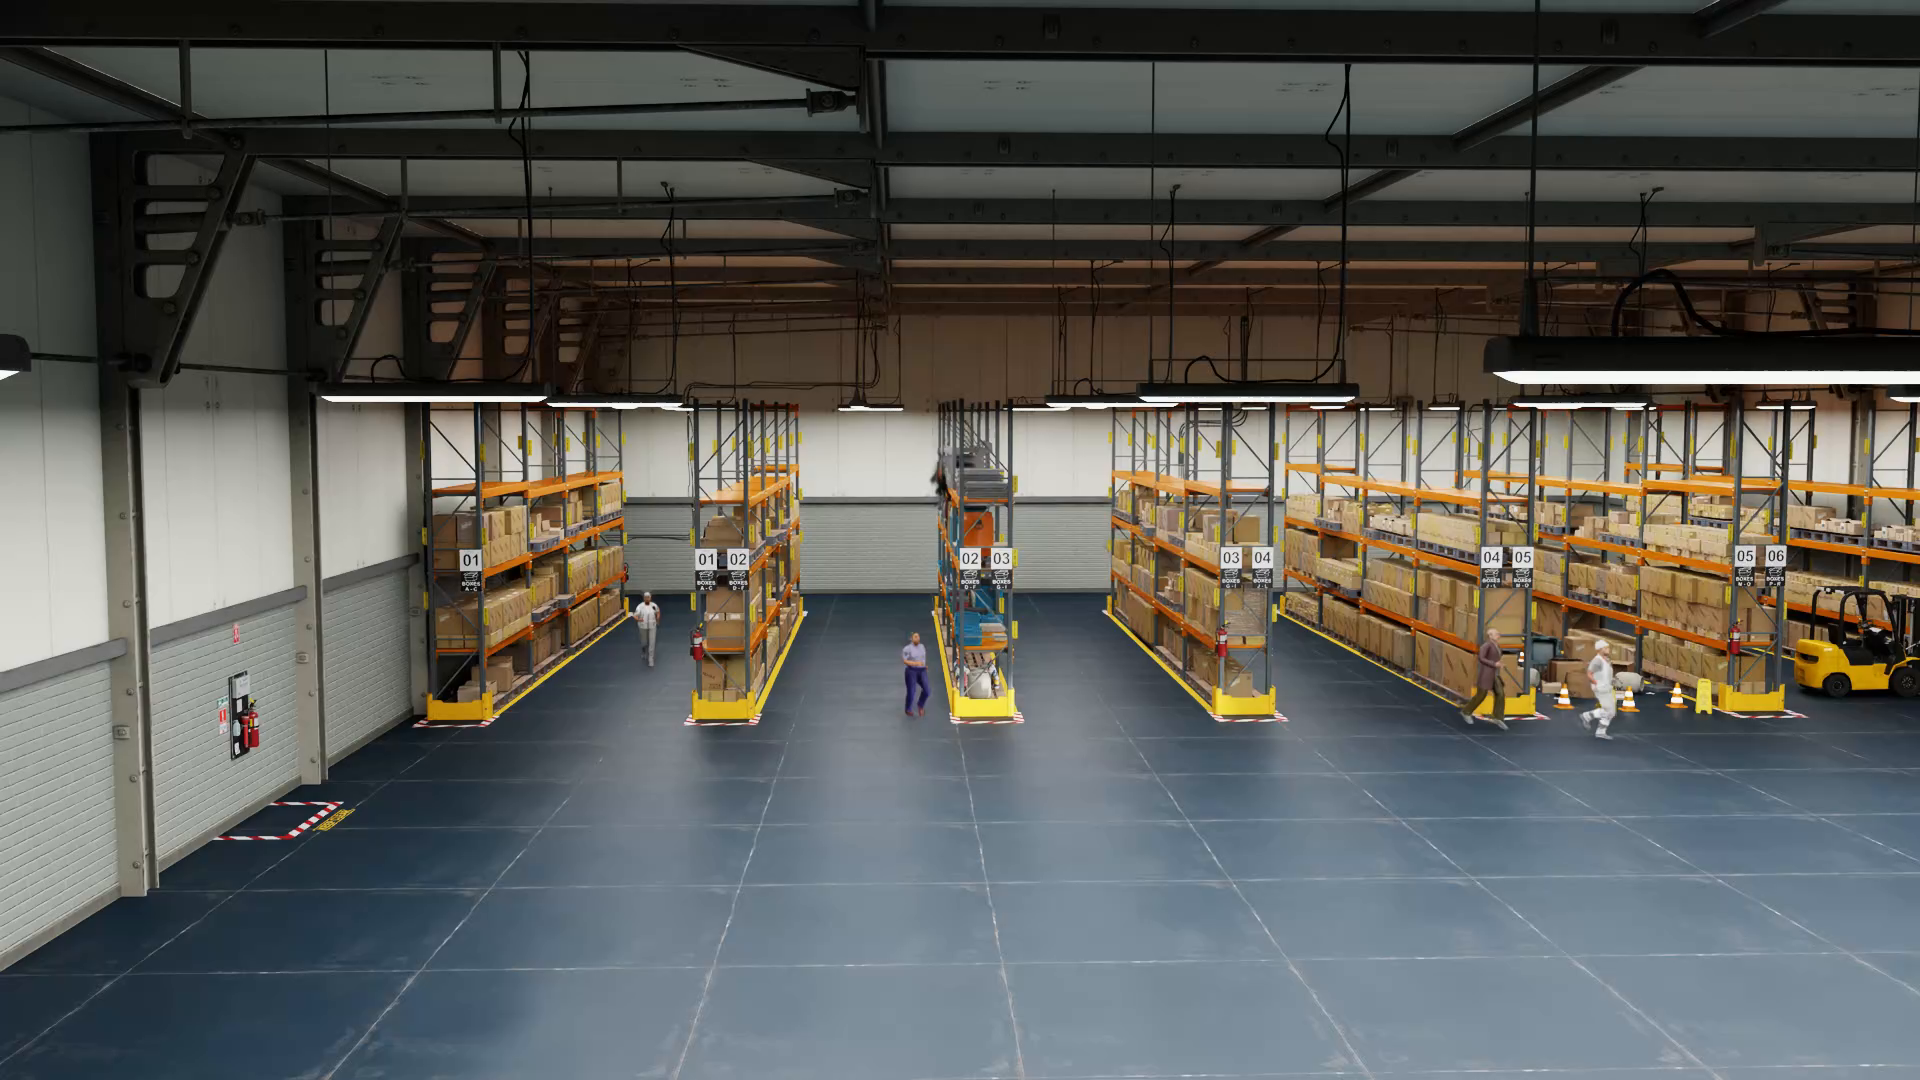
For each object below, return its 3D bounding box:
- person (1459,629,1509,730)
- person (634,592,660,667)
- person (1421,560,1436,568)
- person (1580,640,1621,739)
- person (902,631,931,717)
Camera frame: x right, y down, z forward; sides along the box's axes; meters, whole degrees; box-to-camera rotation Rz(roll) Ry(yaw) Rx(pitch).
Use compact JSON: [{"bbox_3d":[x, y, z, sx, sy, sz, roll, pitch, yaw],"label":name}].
[{"bbox_3d":[9.688,2.519,30.452,0.740,1.800,0.958,-4,6,-43],"label":"person"},{"bbox_3d":[-7.106,2.018,37.847,0.608,1.662,0.903,-1,4,-15],"label":"person"},{"bbox_3d":[13.766,1.131,49.154,0.957,1.667,0.569,0,4,5],"label":"person"},{"bbox_3d":[11.292,2.634,29.323,0.604,1.742,0.657,4,6,40],"label":"person"},{"bbox_3d":[-0.811,2.530,31.297,0.584,1.630,0.647,-2,5,-28],"label":"person"}]
